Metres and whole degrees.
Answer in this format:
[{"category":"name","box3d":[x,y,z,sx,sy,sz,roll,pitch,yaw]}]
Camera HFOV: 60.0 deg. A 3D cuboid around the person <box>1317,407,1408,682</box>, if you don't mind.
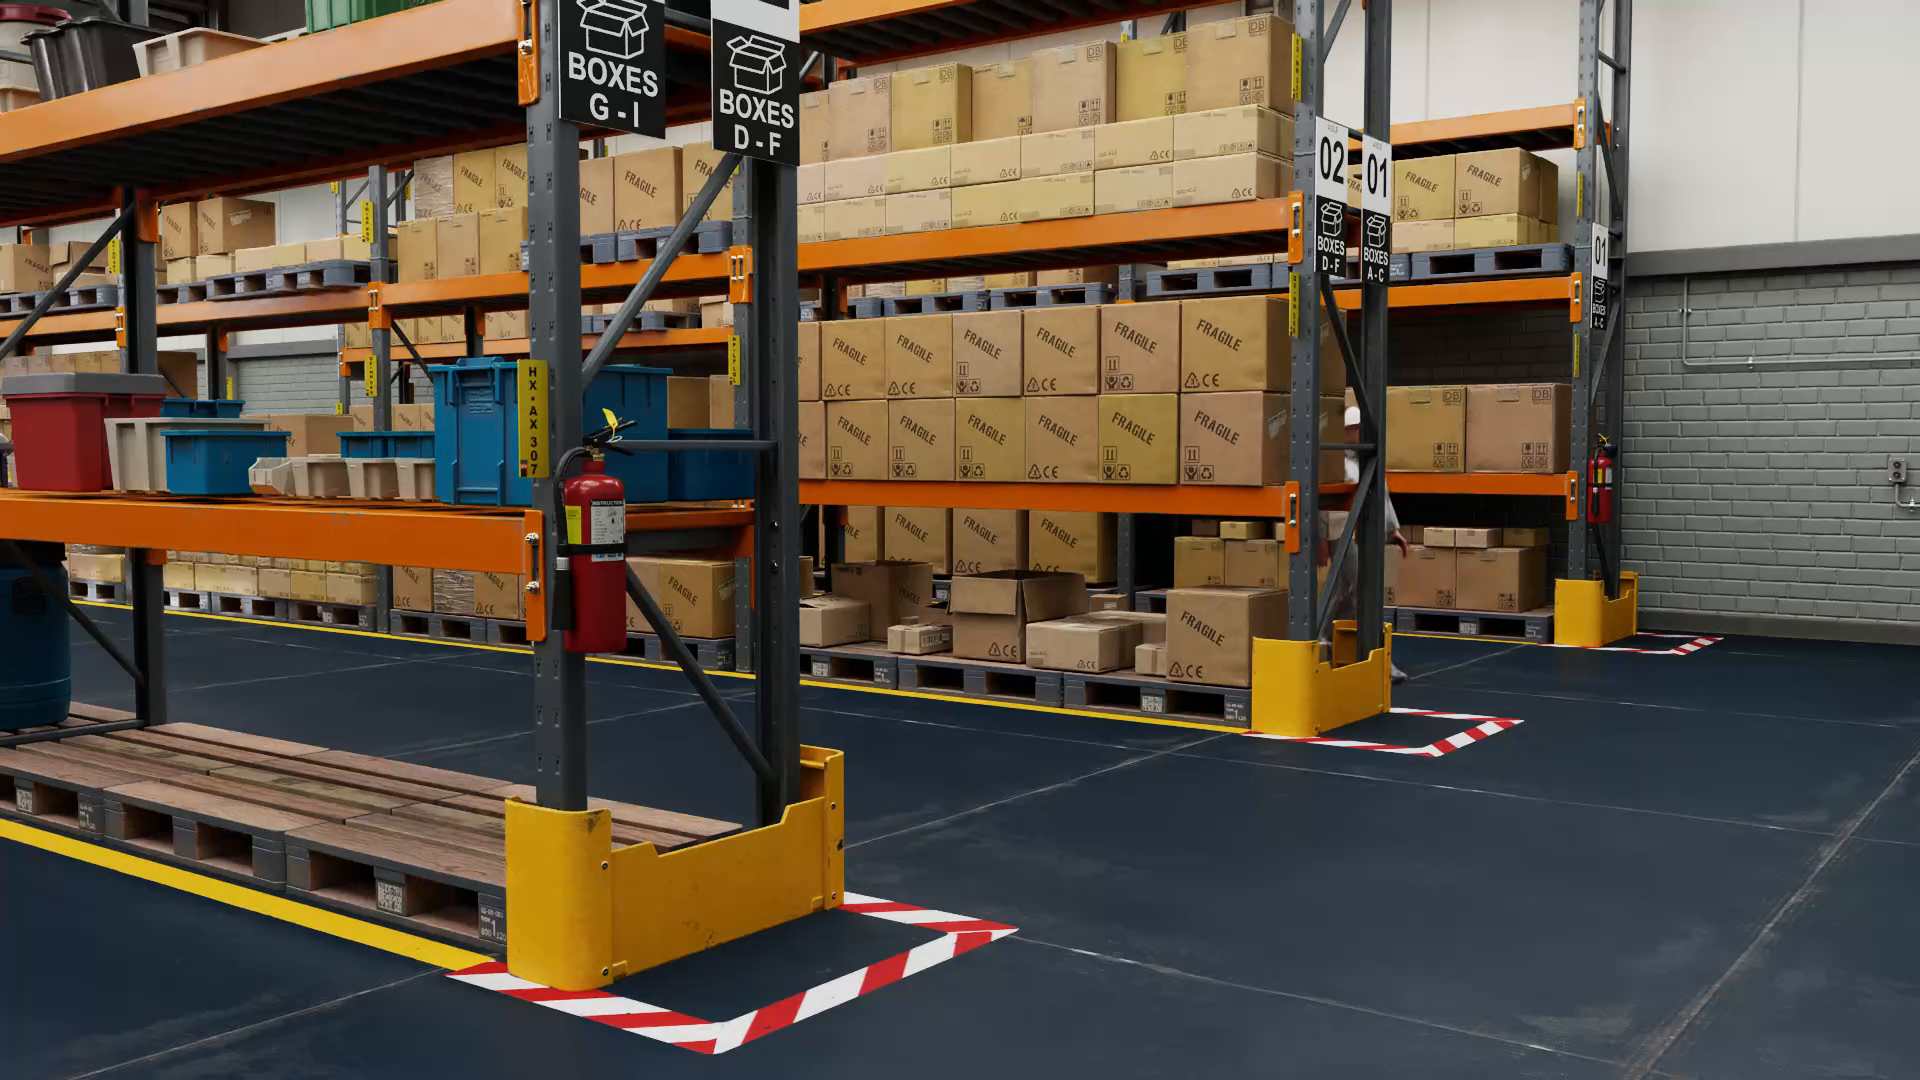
[{"category":"person","box3d":[2.680,0.002,10.943,0.551,1.753,0.897,-2,4,-36]}]
